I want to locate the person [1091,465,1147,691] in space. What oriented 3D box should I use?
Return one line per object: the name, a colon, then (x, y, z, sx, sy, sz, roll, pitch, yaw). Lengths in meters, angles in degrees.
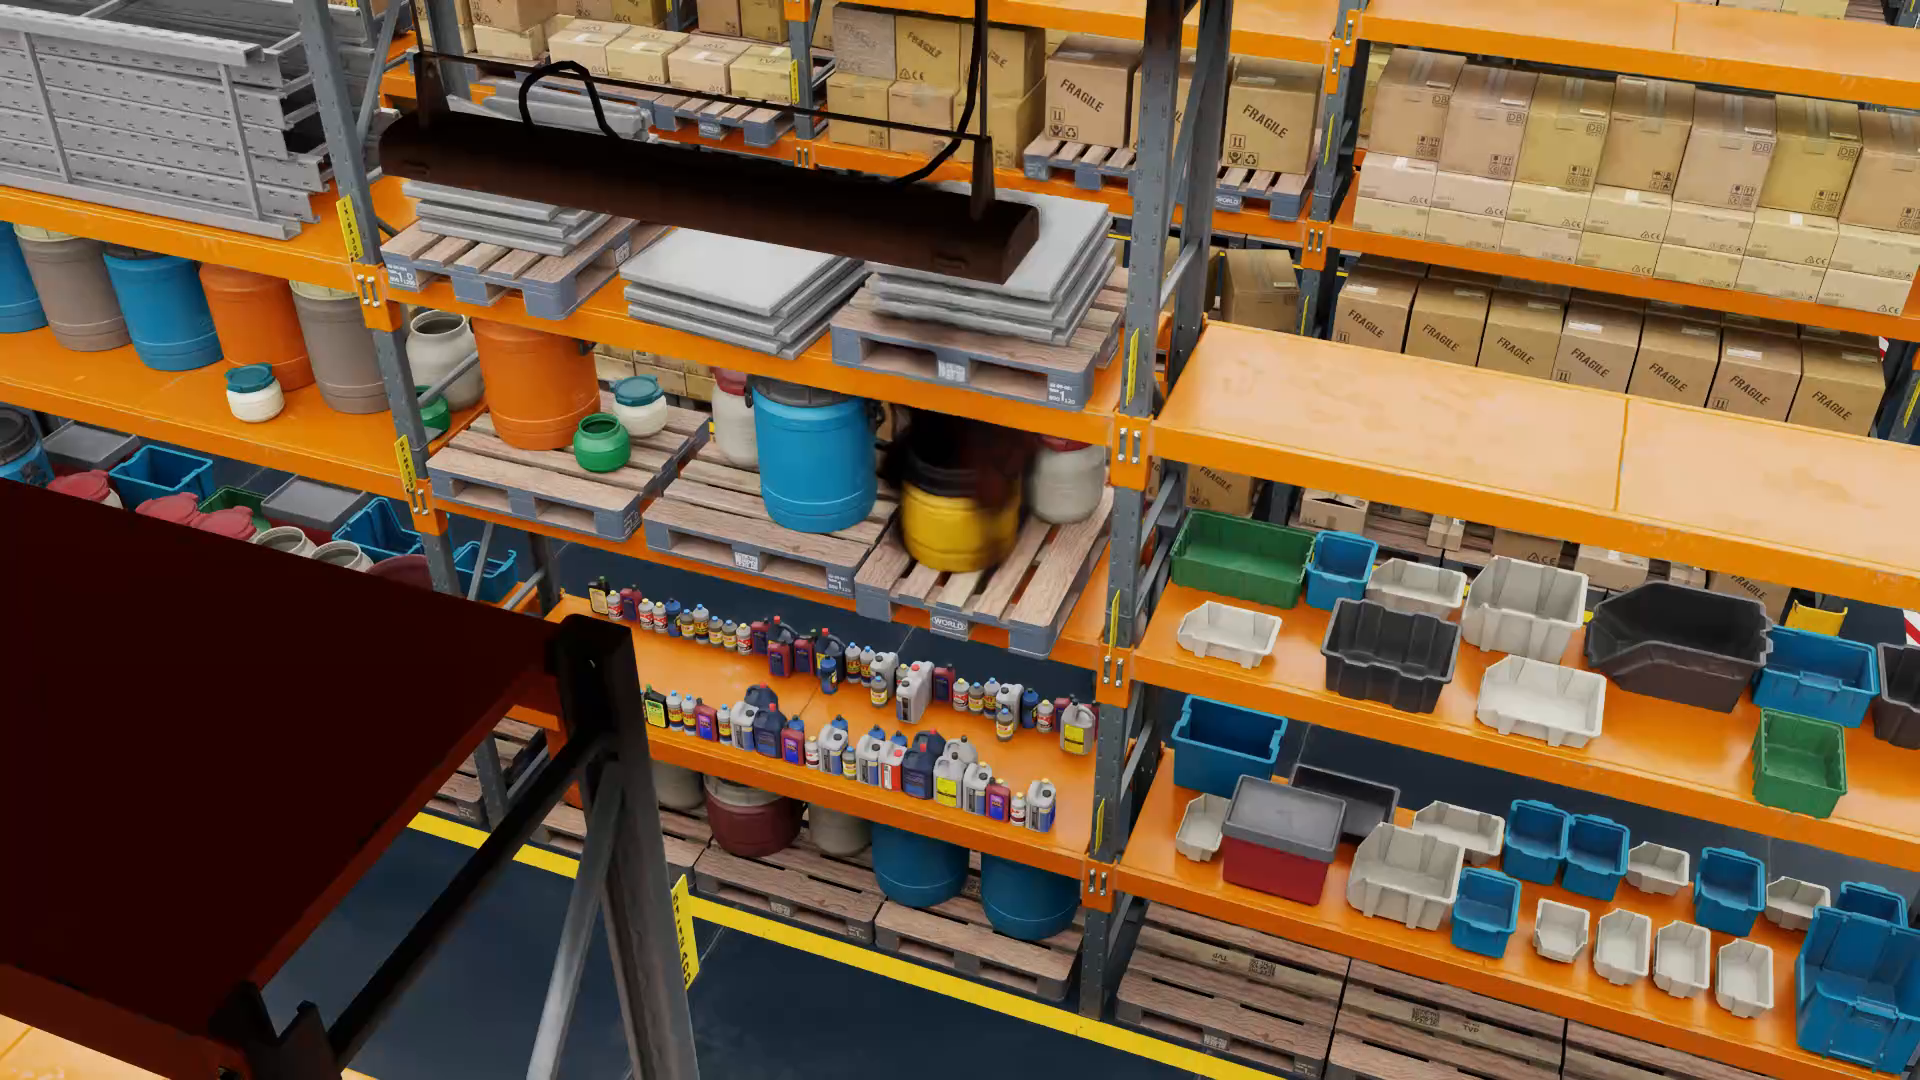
person: (1.025, 0.254, 11.183, 0.724, 1.788, 0.651, 12, 38, 15)
